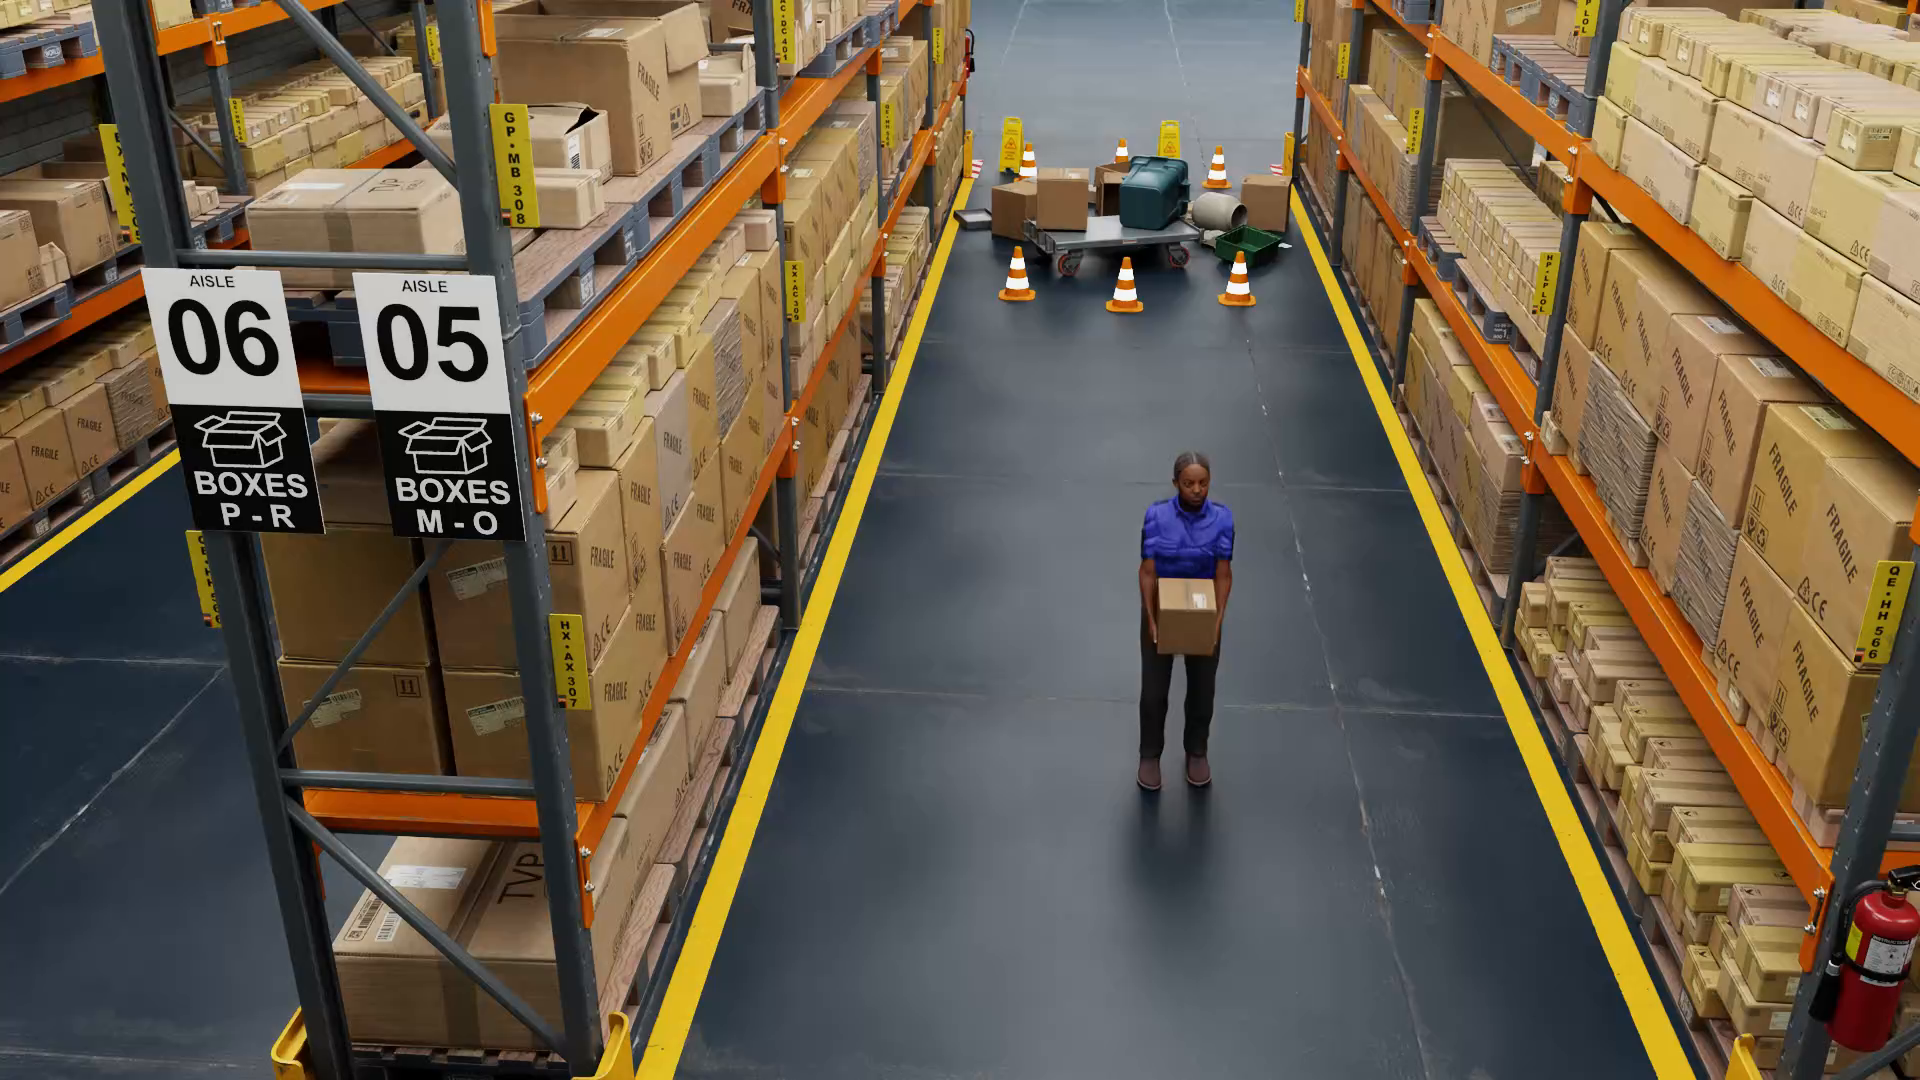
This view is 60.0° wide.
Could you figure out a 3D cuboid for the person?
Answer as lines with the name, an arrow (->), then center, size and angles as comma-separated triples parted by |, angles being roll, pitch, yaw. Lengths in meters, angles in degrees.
person -> 1.038, 0.406, 7.739 | 0.435, 1.657, 0.504 | 2, 25, 3
